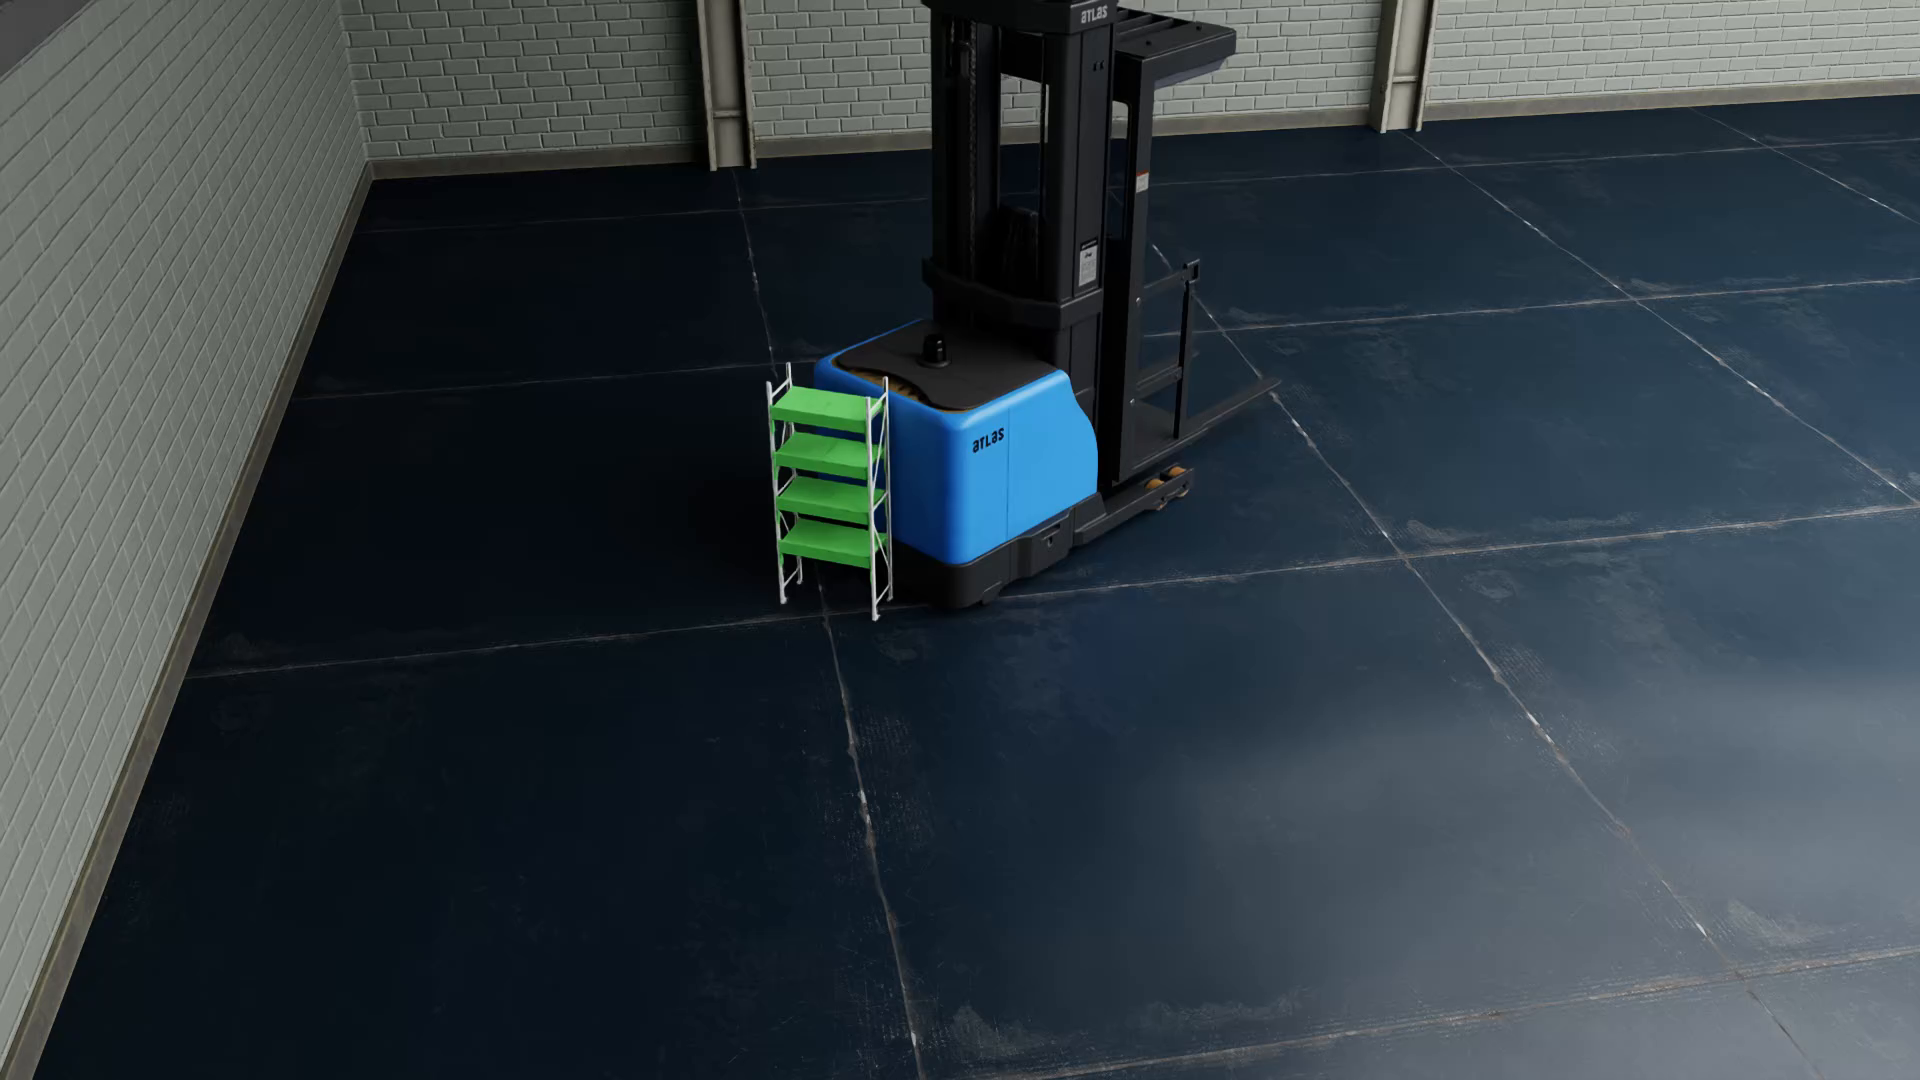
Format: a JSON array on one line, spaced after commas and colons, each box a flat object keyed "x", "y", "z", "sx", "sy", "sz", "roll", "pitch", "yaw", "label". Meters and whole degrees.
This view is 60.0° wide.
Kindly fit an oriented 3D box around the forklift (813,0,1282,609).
[{"x": 0.644, "y": -1.587, "z": 8.557, "sx": 1.130, "sy": 2.935, "sz": 3.031, "roll": 26, "pitch": 39, "yaw": 36, "label": "forklift"}]

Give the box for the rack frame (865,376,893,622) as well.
[{"x": -0.380, "y": -0.179, "z": 7.871, "sx": 0.015, "sy": 1.200, "sz": 0.240, "roll": 10, "pitch": 32, "yaw": 16, "label": "rack frame"}]

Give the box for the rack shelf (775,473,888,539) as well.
[{"x": -0.610, "y": -0.164, "z": 7.972, "sx": 0.480, "sy": 0.148, "sz": 0.258, "roll": 10, "pitch": 32, "yaw": 16, "label": "rack shelf"}]

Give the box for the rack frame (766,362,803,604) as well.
[{"x": -0.841, "y": -0.259, "z": 8.007, "sx": 0.015, "sy": 1.200, "sz": 0.240, "roll": 10, "pitch": 32, "yaw": 16, "label": "rack frame"}]

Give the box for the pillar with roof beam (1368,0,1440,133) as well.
[{"x": 4.729, "y": -5.495, "z": 9.218, "sx": 0.400, "sy": 9.000, "sz": 9.100, "roll": -5, "pitch": 31, "yaw": -9, "label": "pillar with roof beam"}]

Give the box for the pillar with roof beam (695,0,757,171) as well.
[{"x": -1.173, "y": -4.948, "z": 8.286, "sx": 0.400, "sy": 9.000, "sz": 9.100, "roll": -5, "pitch": 31, "yaw": -9, "label": "pillar with roof beam"}]

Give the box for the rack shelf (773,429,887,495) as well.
[{"x": -0.610, "y": -0.371, "z": 7.850, "sx": 0.480, "sy": 0.148, "sz": 0.258, "roll": 10, "pitch": 32, "yaw": 16, "label": "rack shelf"}]

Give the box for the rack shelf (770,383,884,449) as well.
[{"x": -0.610, "y": -0.578, "z": 7.728, "sx": 0.480, "sy": 0.148, "sz": 0.258, "roll": 10, "pitch": 32, "yaw": 16, "label": "rack shelf"}]

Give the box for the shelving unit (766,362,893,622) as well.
[{"x": -0.610, "y": -0.219, "z": 7.939, "sx": 0.503, "sy": 1.200, "sz": 0.258, "roll": 10, "pitch": 32, "yaw": 16, "label": "shelving unit"}]

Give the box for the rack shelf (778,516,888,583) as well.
[{"x": -0.610, "y": 0.043, "z": 8.093, "sx": 0.480, "sy": 0.148, "sz": 0.258, "roll": 10, "pitch": 32, "yaw": 16, "label": "rack shelf"}]
